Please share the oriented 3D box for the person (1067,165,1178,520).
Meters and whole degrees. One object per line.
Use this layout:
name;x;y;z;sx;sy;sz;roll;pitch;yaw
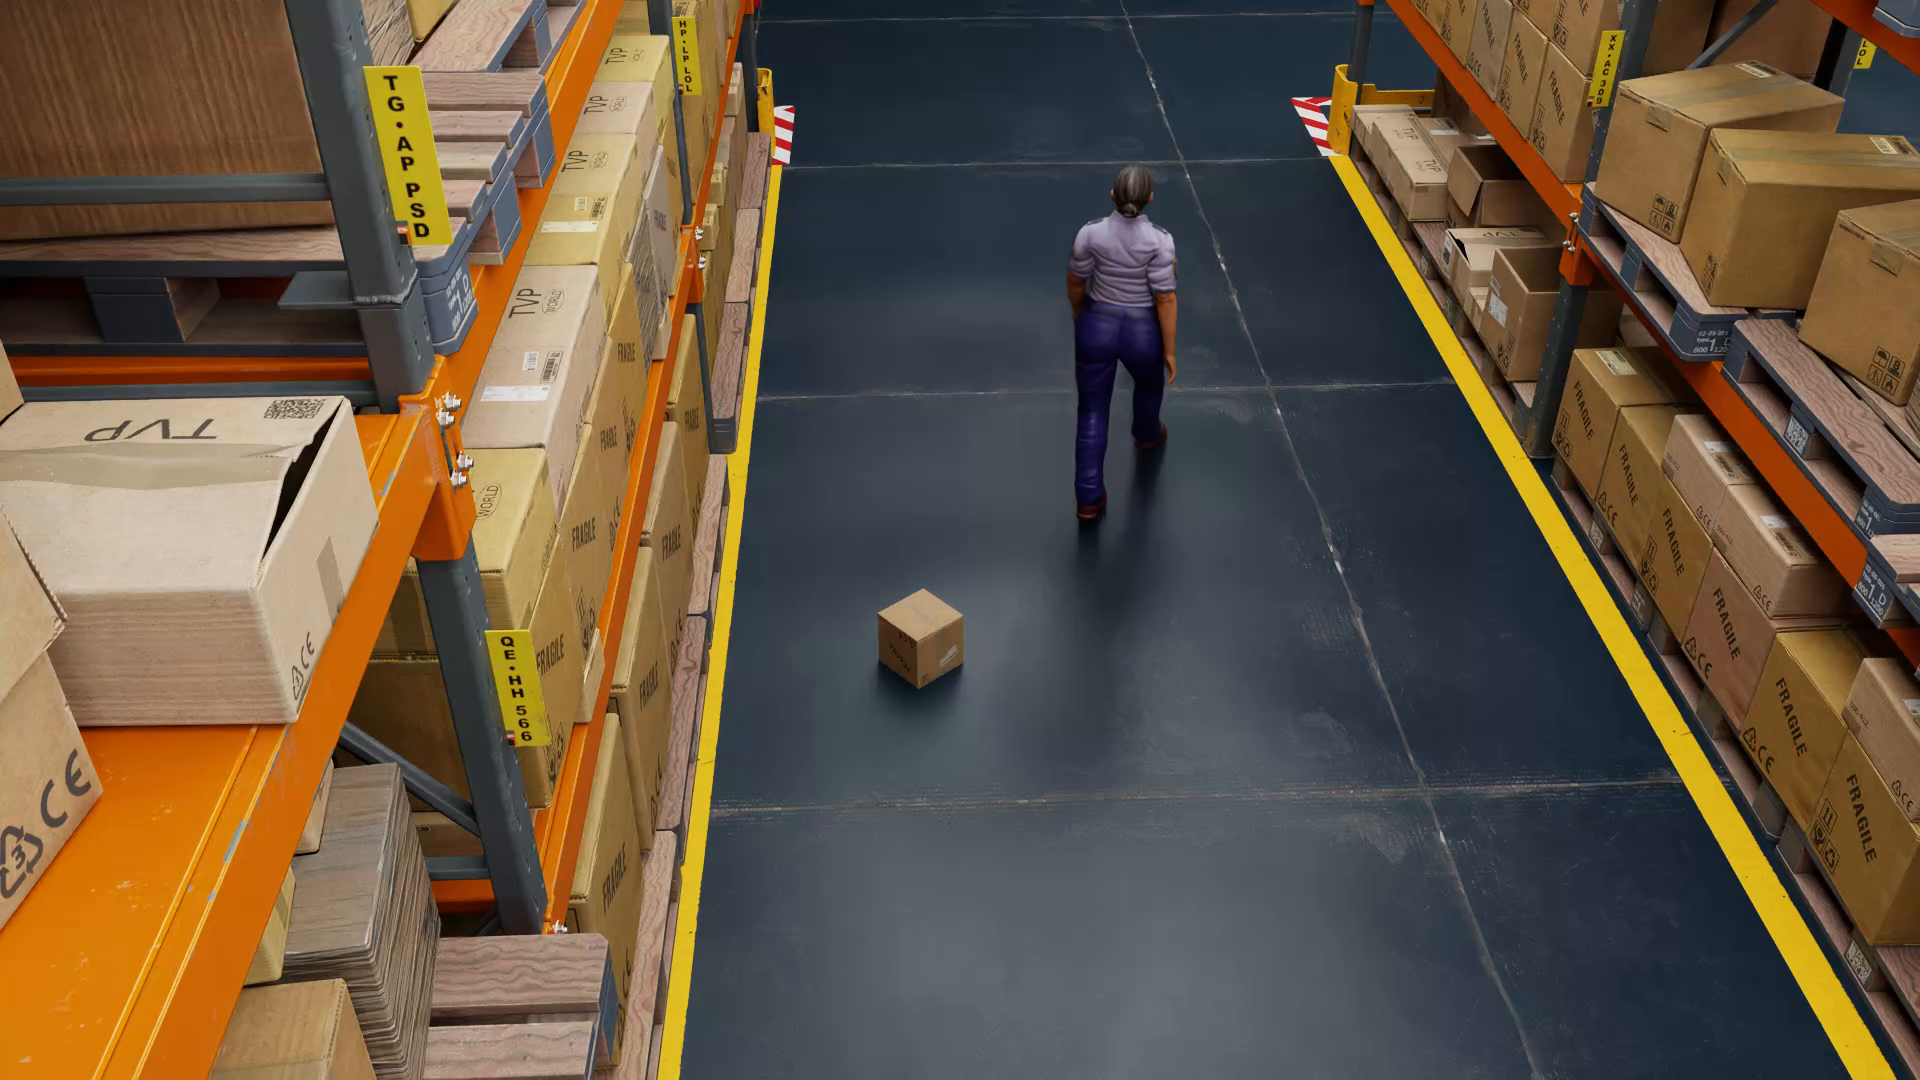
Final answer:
person;0.735;-0.972;7.505;0.517;1.607;0.926;5;36;7
